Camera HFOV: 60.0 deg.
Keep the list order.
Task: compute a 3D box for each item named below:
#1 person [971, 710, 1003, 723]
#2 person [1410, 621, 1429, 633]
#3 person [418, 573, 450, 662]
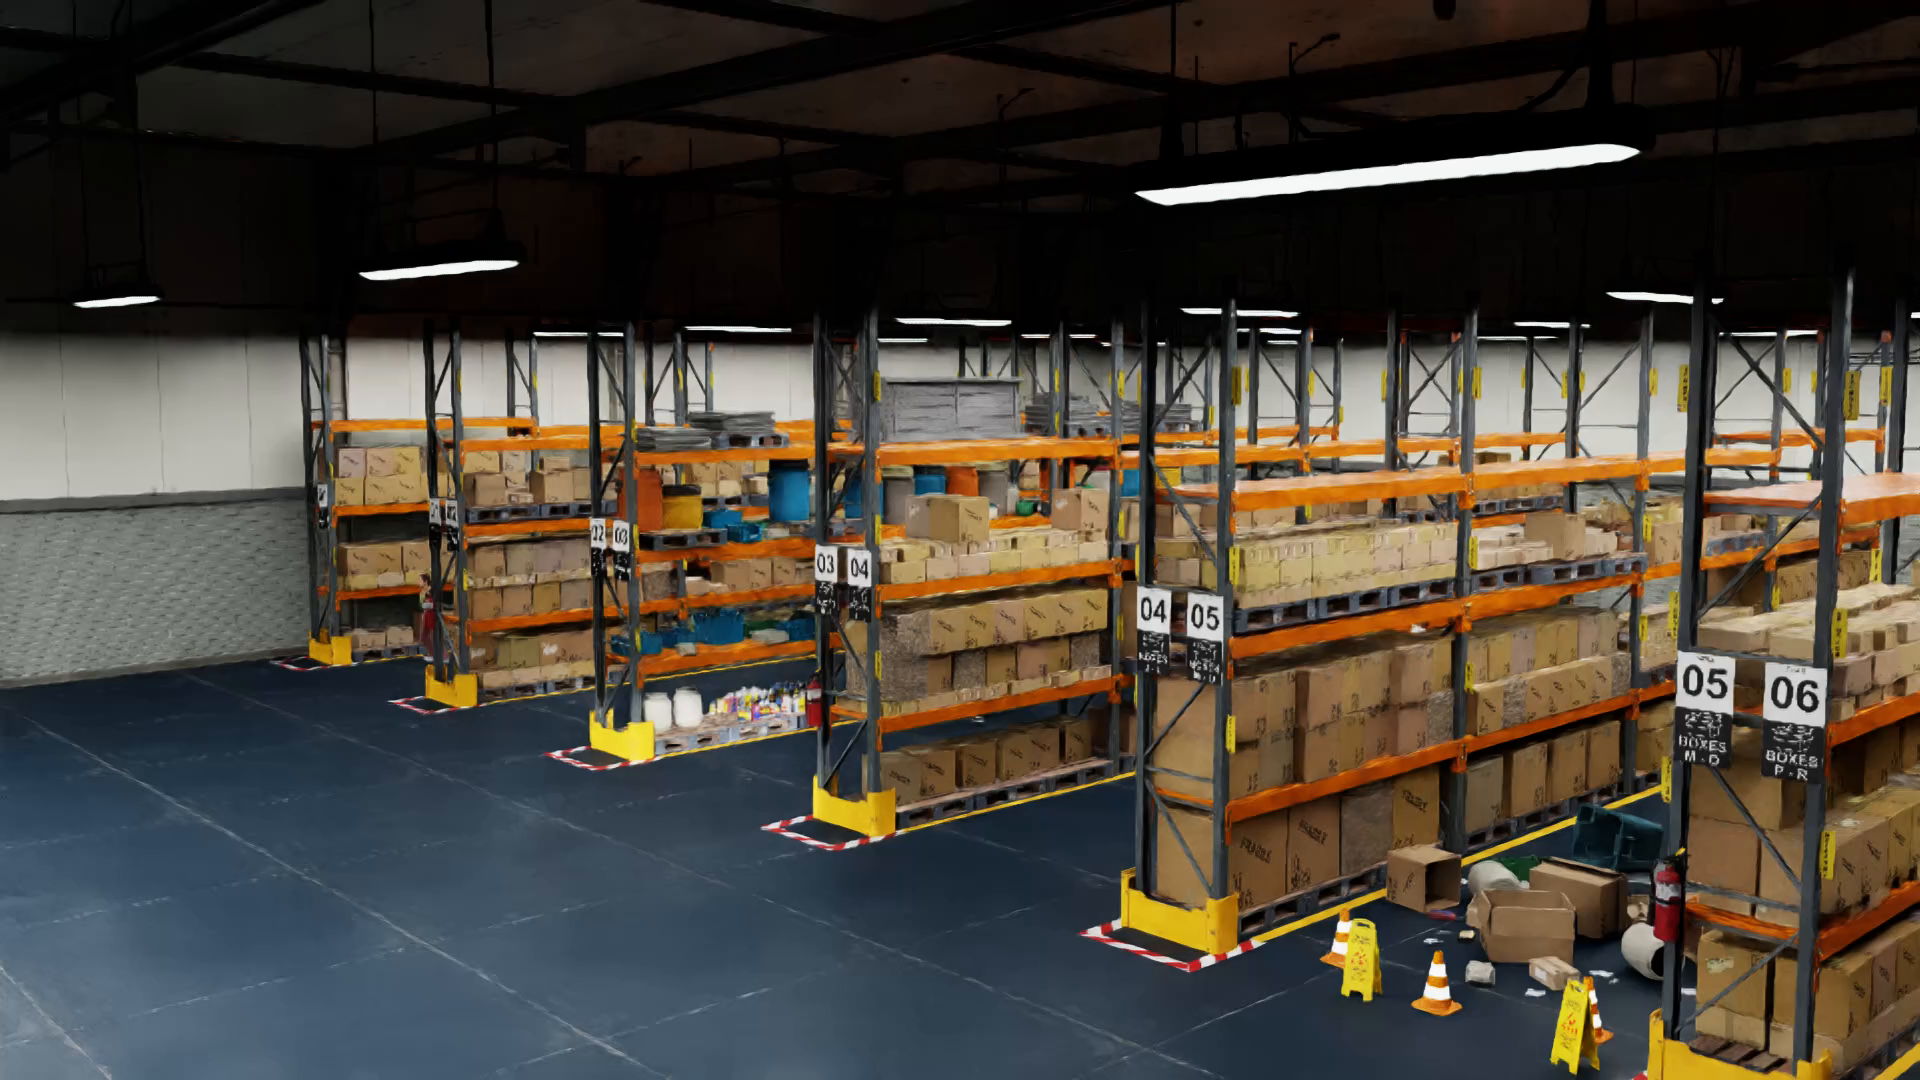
[{"bbox_3d":[0.400,1.904,24.659,0.440,1.516,1.016,4,7,37],"label":"person"},{"bbox_3d":[6.691,1.841,23.991,0.450,1.774,0.614,2,6,16],"label":"person"},{"bbox_3d":[-9.383,1.384,29.551,0.507,1.619,0.598,-6,8,-44],"label":"person"}]
